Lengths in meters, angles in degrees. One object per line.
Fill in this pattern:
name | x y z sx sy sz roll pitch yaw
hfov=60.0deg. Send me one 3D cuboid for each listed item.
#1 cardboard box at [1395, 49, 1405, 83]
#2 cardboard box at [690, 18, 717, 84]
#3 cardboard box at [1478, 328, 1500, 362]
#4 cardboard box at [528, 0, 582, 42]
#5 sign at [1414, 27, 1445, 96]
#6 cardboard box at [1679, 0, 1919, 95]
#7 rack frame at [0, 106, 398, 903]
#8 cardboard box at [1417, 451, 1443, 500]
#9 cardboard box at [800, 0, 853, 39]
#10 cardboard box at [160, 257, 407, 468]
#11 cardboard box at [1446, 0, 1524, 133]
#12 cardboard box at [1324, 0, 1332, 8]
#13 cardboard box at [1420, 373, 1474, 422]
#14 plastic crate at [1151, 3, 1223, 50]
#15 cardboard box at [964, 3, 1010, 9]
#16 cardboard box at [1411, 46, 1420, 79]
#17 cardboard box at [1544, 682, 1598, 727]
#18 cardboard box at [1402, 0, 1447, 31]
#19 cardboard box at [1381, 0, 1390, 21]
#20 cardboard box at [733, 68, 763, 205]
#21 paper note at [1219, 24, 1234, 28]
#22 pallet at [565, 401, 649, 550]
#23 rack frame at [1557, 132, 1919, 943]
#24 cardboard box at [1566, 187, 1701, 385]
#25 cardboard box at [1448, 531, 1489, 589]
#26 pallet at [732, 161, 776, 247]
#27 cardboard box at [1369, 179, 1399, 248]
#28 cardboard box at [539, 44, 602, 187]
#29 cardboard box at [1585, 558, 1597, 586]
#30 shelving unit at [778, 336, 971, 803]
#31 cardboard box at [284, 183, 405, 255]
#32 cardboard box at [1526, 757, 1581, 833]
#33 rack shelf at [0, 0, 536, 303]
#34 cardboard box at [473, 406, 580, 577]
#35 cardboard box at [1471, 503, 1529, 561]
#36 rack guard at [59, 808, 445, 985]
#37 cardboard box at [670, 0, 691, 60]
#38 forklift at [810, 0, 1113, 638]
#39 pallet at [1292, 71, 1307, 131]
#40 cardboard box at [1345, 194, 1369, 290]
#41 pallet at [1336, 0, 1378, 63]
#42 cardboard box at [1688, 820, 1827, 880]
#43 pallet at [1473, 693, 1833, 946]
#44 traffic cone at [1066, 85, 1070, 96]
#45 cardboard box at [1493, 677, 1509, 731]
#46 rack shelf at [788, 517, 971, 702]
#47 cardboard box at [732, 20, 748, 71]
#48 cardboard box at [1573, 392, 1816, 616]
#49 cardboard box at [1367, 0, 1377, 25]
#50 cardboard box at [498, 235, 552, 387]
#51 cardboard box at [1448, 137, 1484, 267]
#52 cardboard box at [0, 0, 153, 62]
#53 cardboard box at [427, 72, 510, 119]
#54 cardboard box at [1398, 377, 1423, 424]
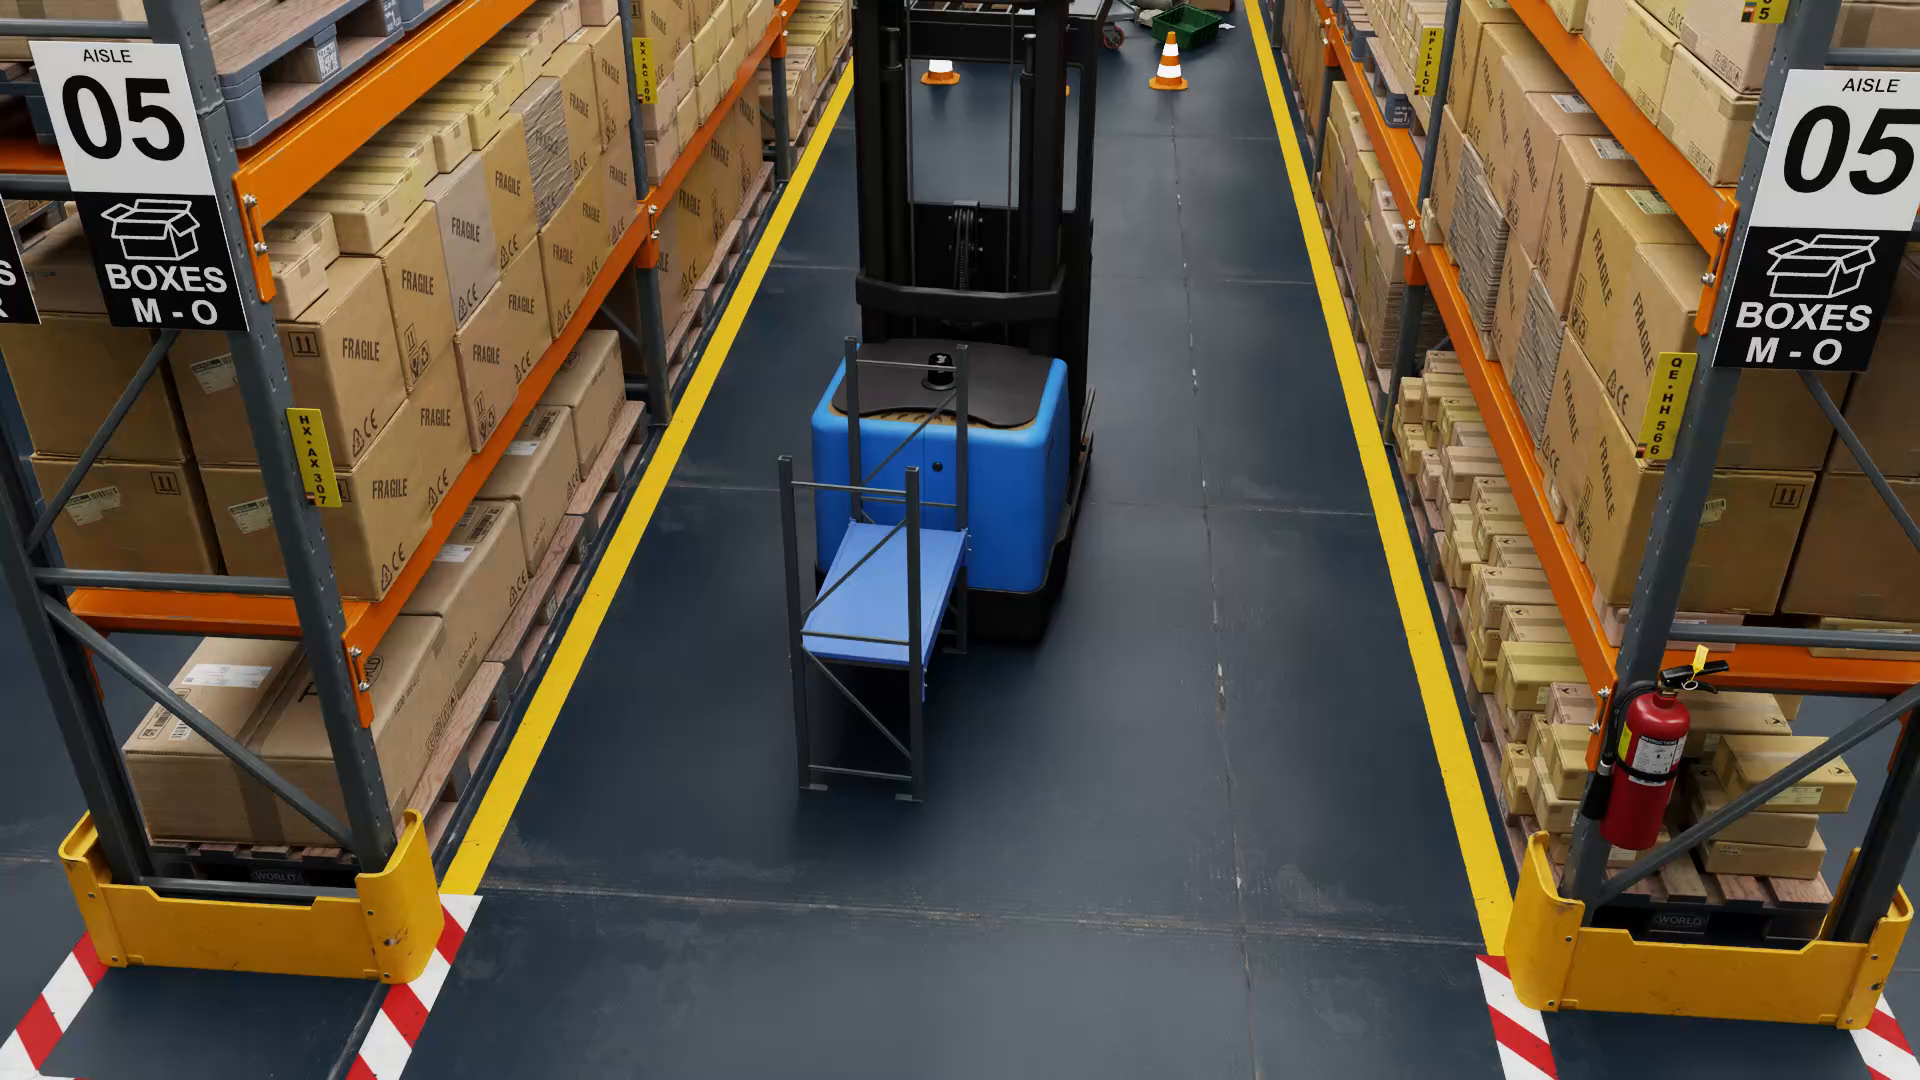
cardboard box | 2.759 -2.766 9.718 0.380 0.149 0.250 4 32 6
cardboard box | -1.722 -2.859 9.696 0.500 0.250 0.500 3 32 5
cardboard box | 2.413 -0.865 7.034 0.380 0.149 0.250 4 32 6
cardboard box | -1.958 -2.392 7.605 0.380 0.149 0.250 3 32 5
sign | 2.267 -2.311 8.038 0.100 0.325 0.005 2 32 4
cardboard box | 2.279 -1.383 4.442 0.500 0.250 0.500 2 32 2
rack frame | -2.447 0.136 5.170 1.000 3.000 0.127 2 32 4
cardboard box | 2.481 -0.314 8.217 0.380 0.149 0.250 2 32 4
cardboard box | -1.510 -4.924 15.486 0.950 0.372 0.625 3 32 5
cardboard box | -2.124 -0.571 5.269 0.500 0.500 0.500 2 32 3
cardboard box | 2.541 -2.166 7.574 0.500 0.500 0.500 3 32 5
cardboard box | 2.916 -4.178 12.075 0.500 0.500 0.500 2 32 4
cardboard box | 2.505 -0.702 8.280 0.380 0.149 0.250 4 32 6
plastic crate | 2.181 -4.954 16.055 0.450 0.188 0.662 29 41 23
cardboard box | 0.307 -5.336 15.711 0.500 0.500 0.500 2 32 4
cardboard box | 2.718 -2.622 9.201 0.380 0.149 0.250 1 32 2
cardboard box | 2.363 0.660 6.070 0.380 0.149 0.250 3 32 5
cardboard box | 2.766 -3.021 9.566 0.380 0.149 0.250 1 32 2
cardboard box | 2.827 -3.299 10.299 0.380 0.149 0.250 3 32 4
cardboard box | -1.934 -2.963 11.824 0.875 0.875 0.875 2 32 4
paper note | 2.624 -5.106 16.506 0.147 0.020 0.142 -20 37 -29
pallet | -2.261 -0.374 8.655 1.003 0.211 1.213 2 32 4
rack frame | 2.495 0.295 4.912 1.000 3.000 0.127 2 32 4
cardboard box | 2.326 -0.815 5.381 0.500 0.500 0.500 1 32 2
cardboard box | 2.358 0.094 7.273 0.380 0.149 0.250 3 32 4
pallet | -1.935 -2.451 12.025 1.003 0.211 1.213 2 32 4
cardboard box | 2.685 -1.899 9.740 0.500 0.250 0.500 4 32 6
cardboard box | -1.934 -1.900 7.425 0.500 0.500 0.500 2 32 3
cardboard box | 2.298 0.091 5.483 0.380 0.149 0.250 2 32 4
shelving unit | -0.304 0.107 6.647 0.538 1.500 1.048 5 32 8
cardboard box | -2.056 -1.053 5.433 0.380 0.149 0.250 3 32 6
cardboard box | 2.254 0.915 5.940 0.380 0.149 0.250 2 32 3
rack shelf | -2.284 -1.880 6.268 1.077 0.370 4.000 2 32 4
cardboard box | -2.351 -0.251 7.841 0.875 0.438 0.875 2 32 3
cardboard box | 2.434 -0.028 7.186 0.380 0.149 0.250 3 32 4
rack guard | -2.449 1.213 5.805 1.175 0.500 0.348 2 32 4
cardboard box | -1.785 -2.908 9.062 0.500 0.500 0.500 2 32 4
forklift | 0.108 -1.570 8.003 1.130 2.935 3.031 5 32 8
pallet | 3.388 -3.746 14.128 1.003 0.211 1.213 2 32 4
cardboard box | 2.718 -1.845 10.367 0.500 0.500 0.500 2 32 3
pallet | 3.195 -3.429 11.138 1.213 0.211 1.003 2 32 4
cardboard box | 2.857 1.070 5.972 0.380 0.149 0.250 3 32 5
pallet | 2.603 1.019 6.395 1.003 0.211 1.213 2 32 4
traffic cone | 0.798 -4.156 14.552 0.336 0.463 0.334 2 32 4
cardboard box | 2.365 0.643 6.665 0.380 0.149 0.250 3 32 4
rack shelf | -0.304 0.260 6.741 0.538 0.185 1.000 5 32 8
cardboard box | -1.661 -3.177 10.689 0.500 0.250 0.500 2 32 3
cardboard box | 2.275 -0.120 5.207 0.500 0.500 0.500 3 32 5
cardboard box | 2.865 -3.453 10.834 0.380 0.149 0.250 4 32 6
cardboard box | -2.024 -0.938 6.818 0.500 0.500 0.500 3 32 6
cardboard box | 2.496 -1.459 7.379 0.500 0.500 0.500 2 32 4
cardboard box | -2.500 -1.537 4.674 0.500 0.250 0.500 0 32 -1
cardboard box | -2.001 -1.730 6.531 0.380 0.149 0.250 2 32 4
cardboard box | 2.472 -0.712 8.580 0.380 0.149 0.250 4 32 6
